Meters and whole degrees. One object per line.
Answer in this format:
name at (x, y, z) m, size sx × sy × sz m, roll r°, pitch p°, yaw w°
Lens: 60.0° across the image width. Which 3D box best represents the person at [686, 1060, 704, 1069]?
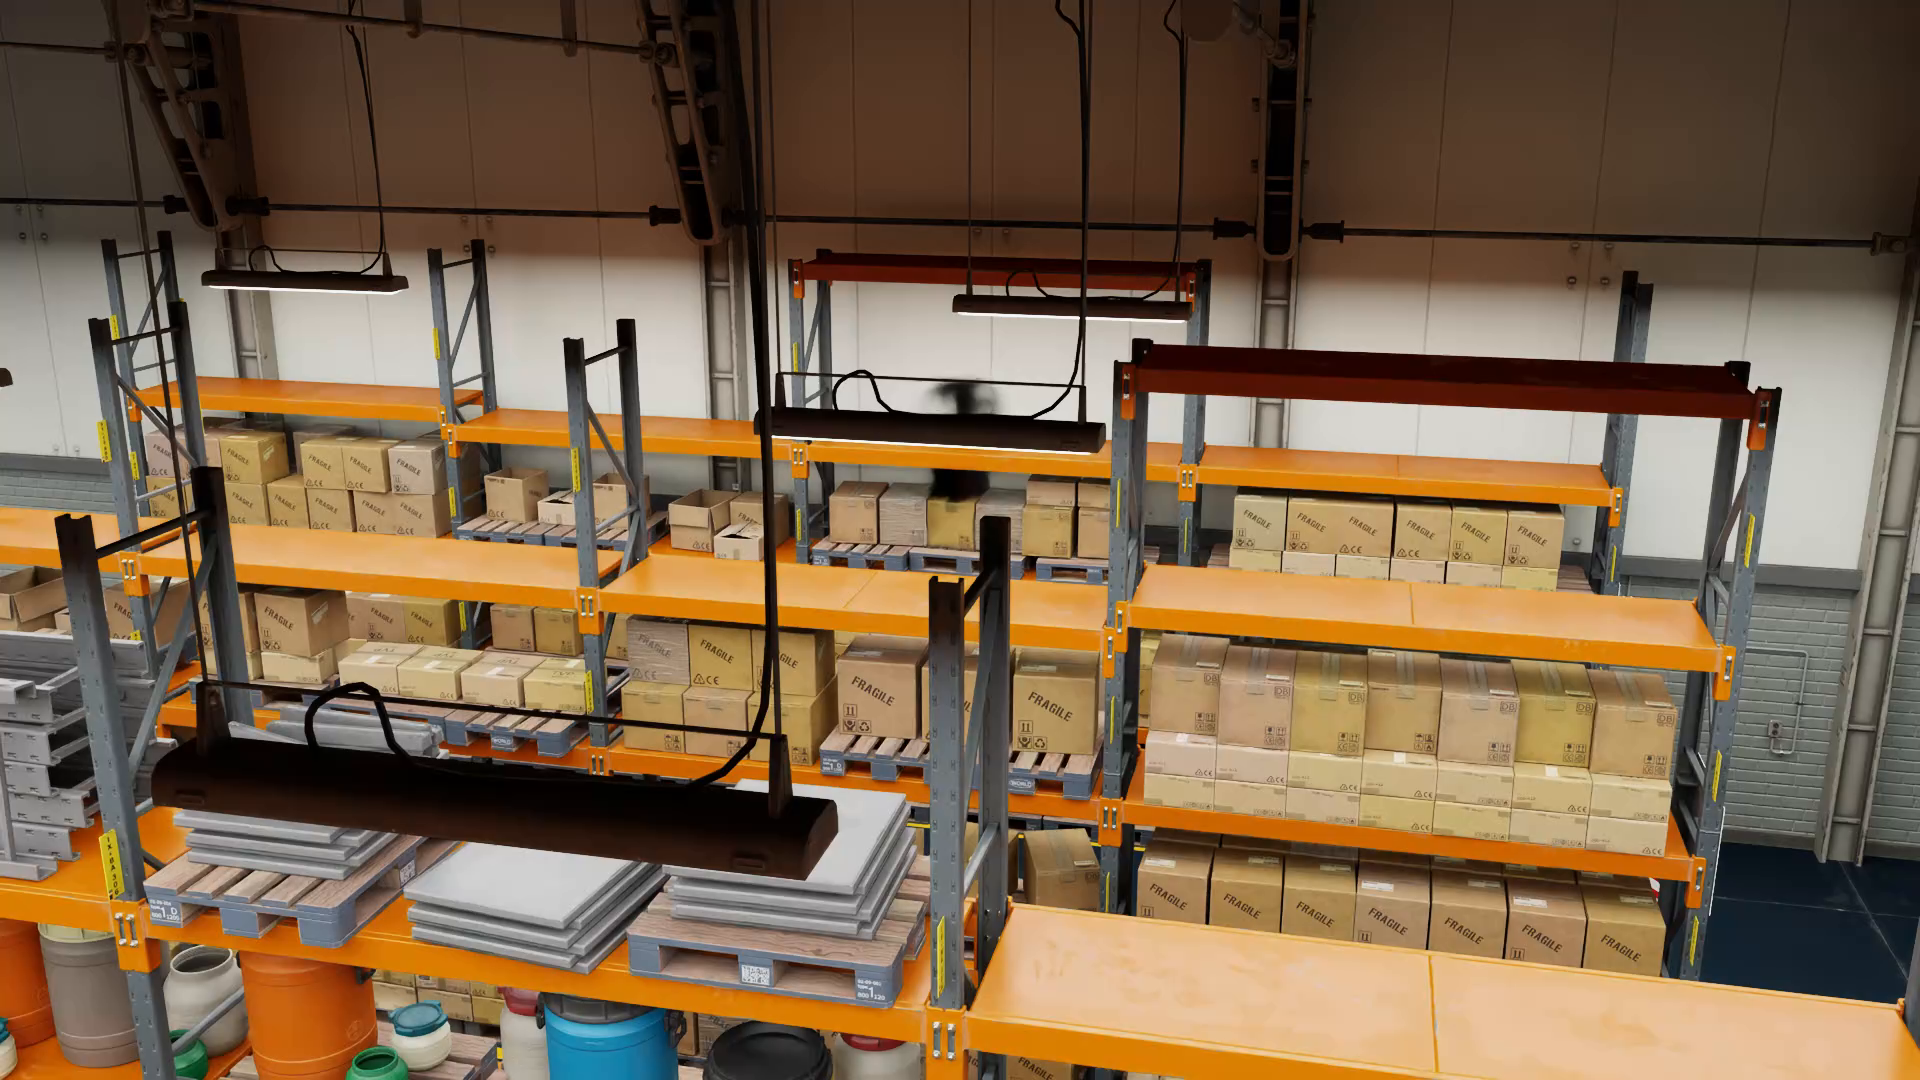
person at (-1.490, 4.248, 11.230) m, size 0.834 × 1.483 × 0.584 m, roll 5°, pitch 17°, yaw 18°
